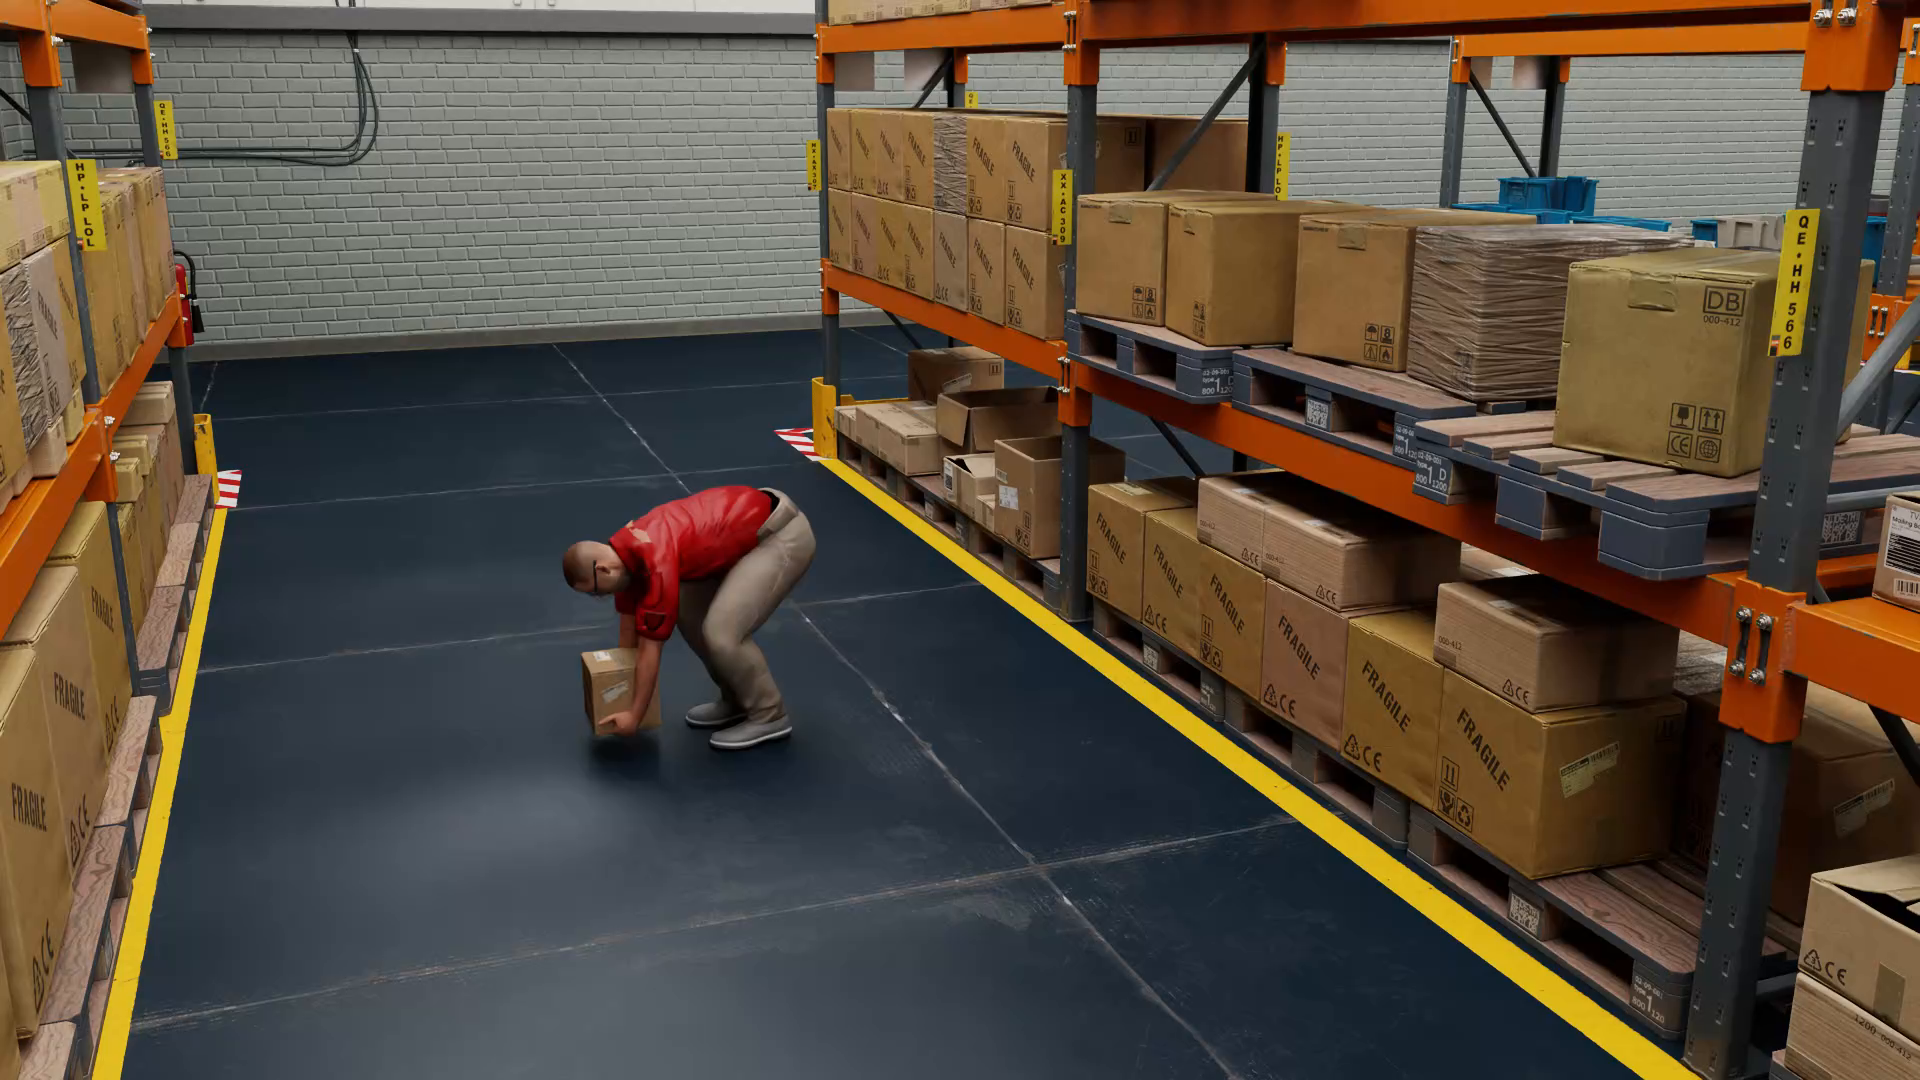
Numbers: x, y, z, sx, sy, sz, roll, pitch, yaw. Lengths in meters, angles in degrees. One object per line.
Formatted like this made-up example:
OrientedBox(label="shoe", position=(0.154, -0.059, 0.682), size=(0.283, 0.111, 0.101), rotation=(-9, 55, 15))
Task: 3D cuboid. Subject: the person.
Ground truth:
OrientedBox(label="person", position=(-1.055, 0.302, 6.378), size=(0.899, 0.976, 0.509), rotation=(-7, 17, -23))
